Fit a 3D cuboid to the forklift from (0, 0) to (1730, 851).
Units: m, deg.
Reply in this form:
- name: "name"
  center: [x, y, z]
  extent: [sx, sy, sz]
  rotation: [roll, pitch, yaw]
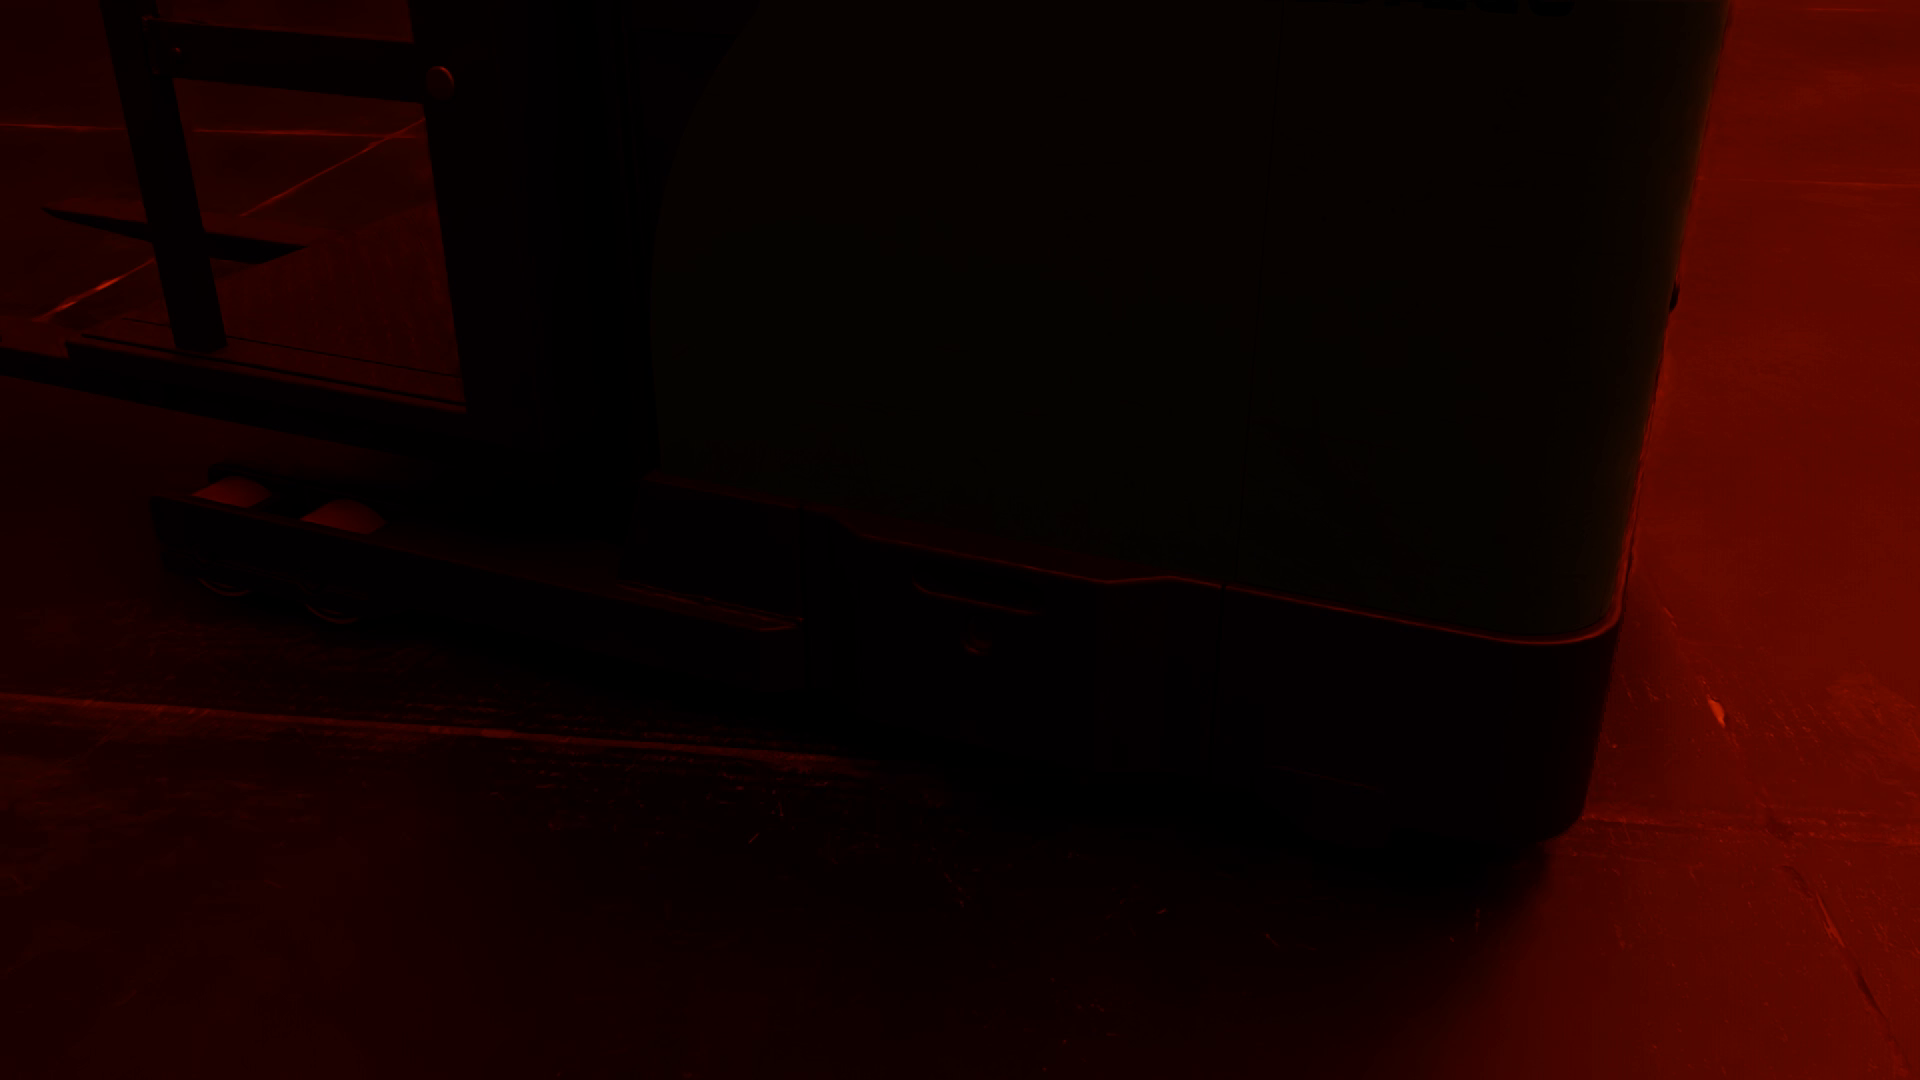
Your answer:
- name: "forklift"
  center: [-0.565, -1.400, 2.023]
  extent: [3.031, 2.935, 1.130]
  rotation: [11, 29, 21]
